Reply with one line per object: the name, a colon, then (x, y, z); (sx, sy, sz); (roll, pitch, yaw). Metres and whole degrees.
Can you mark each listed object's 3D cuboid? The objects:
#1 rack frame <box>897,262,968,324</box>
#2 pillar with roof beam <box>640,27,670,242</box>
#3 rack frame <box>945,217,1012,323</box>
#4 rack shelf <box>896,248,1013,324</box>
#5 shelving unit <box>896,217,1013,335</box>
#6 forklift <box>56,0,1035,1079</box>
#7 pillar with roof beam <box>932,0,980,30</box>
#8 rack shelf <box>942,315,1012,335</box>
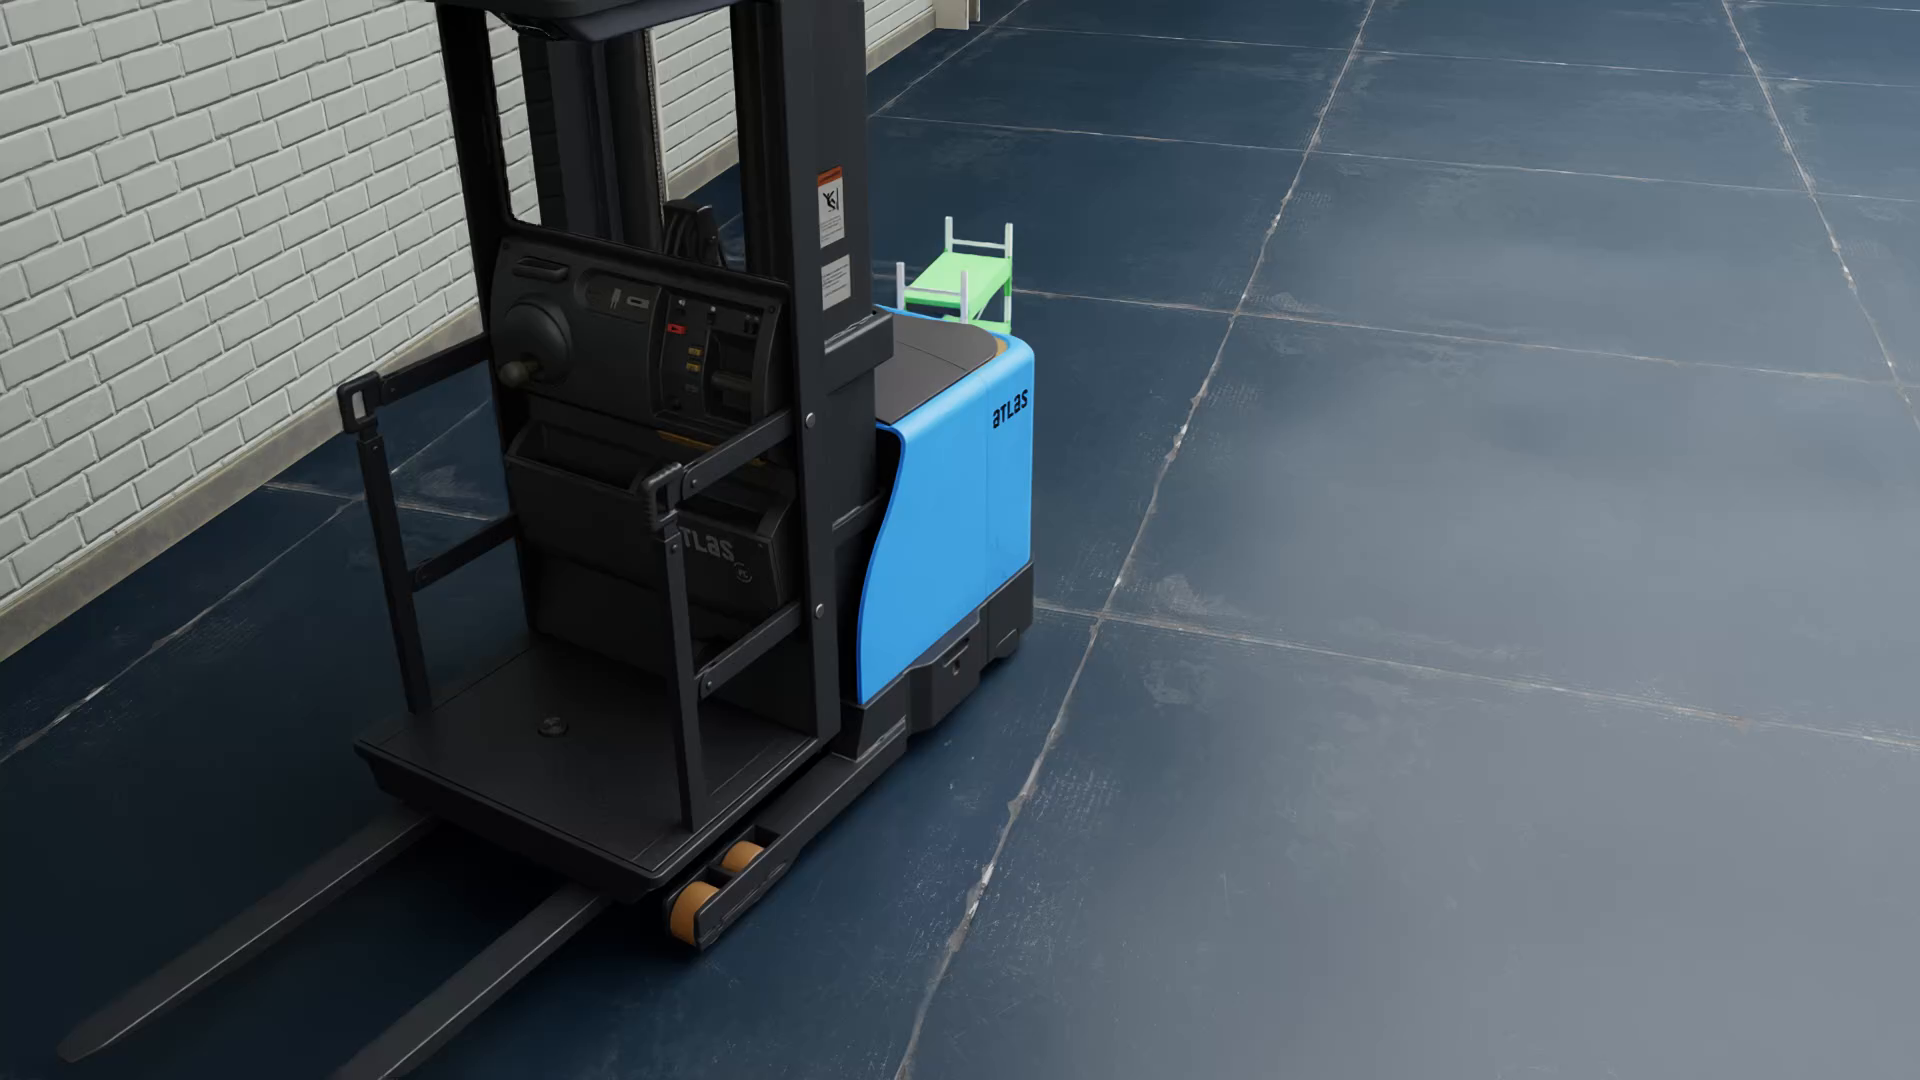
rack frame: (-0.090, -0.358, 5.659); (0.240, 1.200, 0.015); (9, 30, 16)
pillar with roof beam: (2.321, -4.918, 5.834); (9.100, 9.000, 0.400); (8, 30, 15)
rack frame: (0.065, -0.583, 6.064); (0.240, 1.200, 0.015); (9, 30, 16)
rack shelf: (-0.012, -0.834, 5.659); (0.258, 0.148, 0.480); (9, 30, 16)
shelving unit: (-0.012, -0.470, 5.861); (0.258, 1.200, 0.503); (9, 30, 16)
forklift: (-0.953, -0.478, 4.095); (1.130, 2.935, 3.031); (17, 33, 27)
pillar with roof beam: (4.082, -7.706, 10.847); (9.100, 9.000, 0.400); (8, 30, 15)
rack shelf: (-0.012, -0.624, 5.776); (0.258, 0.148, 0.480); (9, 30, 16)
